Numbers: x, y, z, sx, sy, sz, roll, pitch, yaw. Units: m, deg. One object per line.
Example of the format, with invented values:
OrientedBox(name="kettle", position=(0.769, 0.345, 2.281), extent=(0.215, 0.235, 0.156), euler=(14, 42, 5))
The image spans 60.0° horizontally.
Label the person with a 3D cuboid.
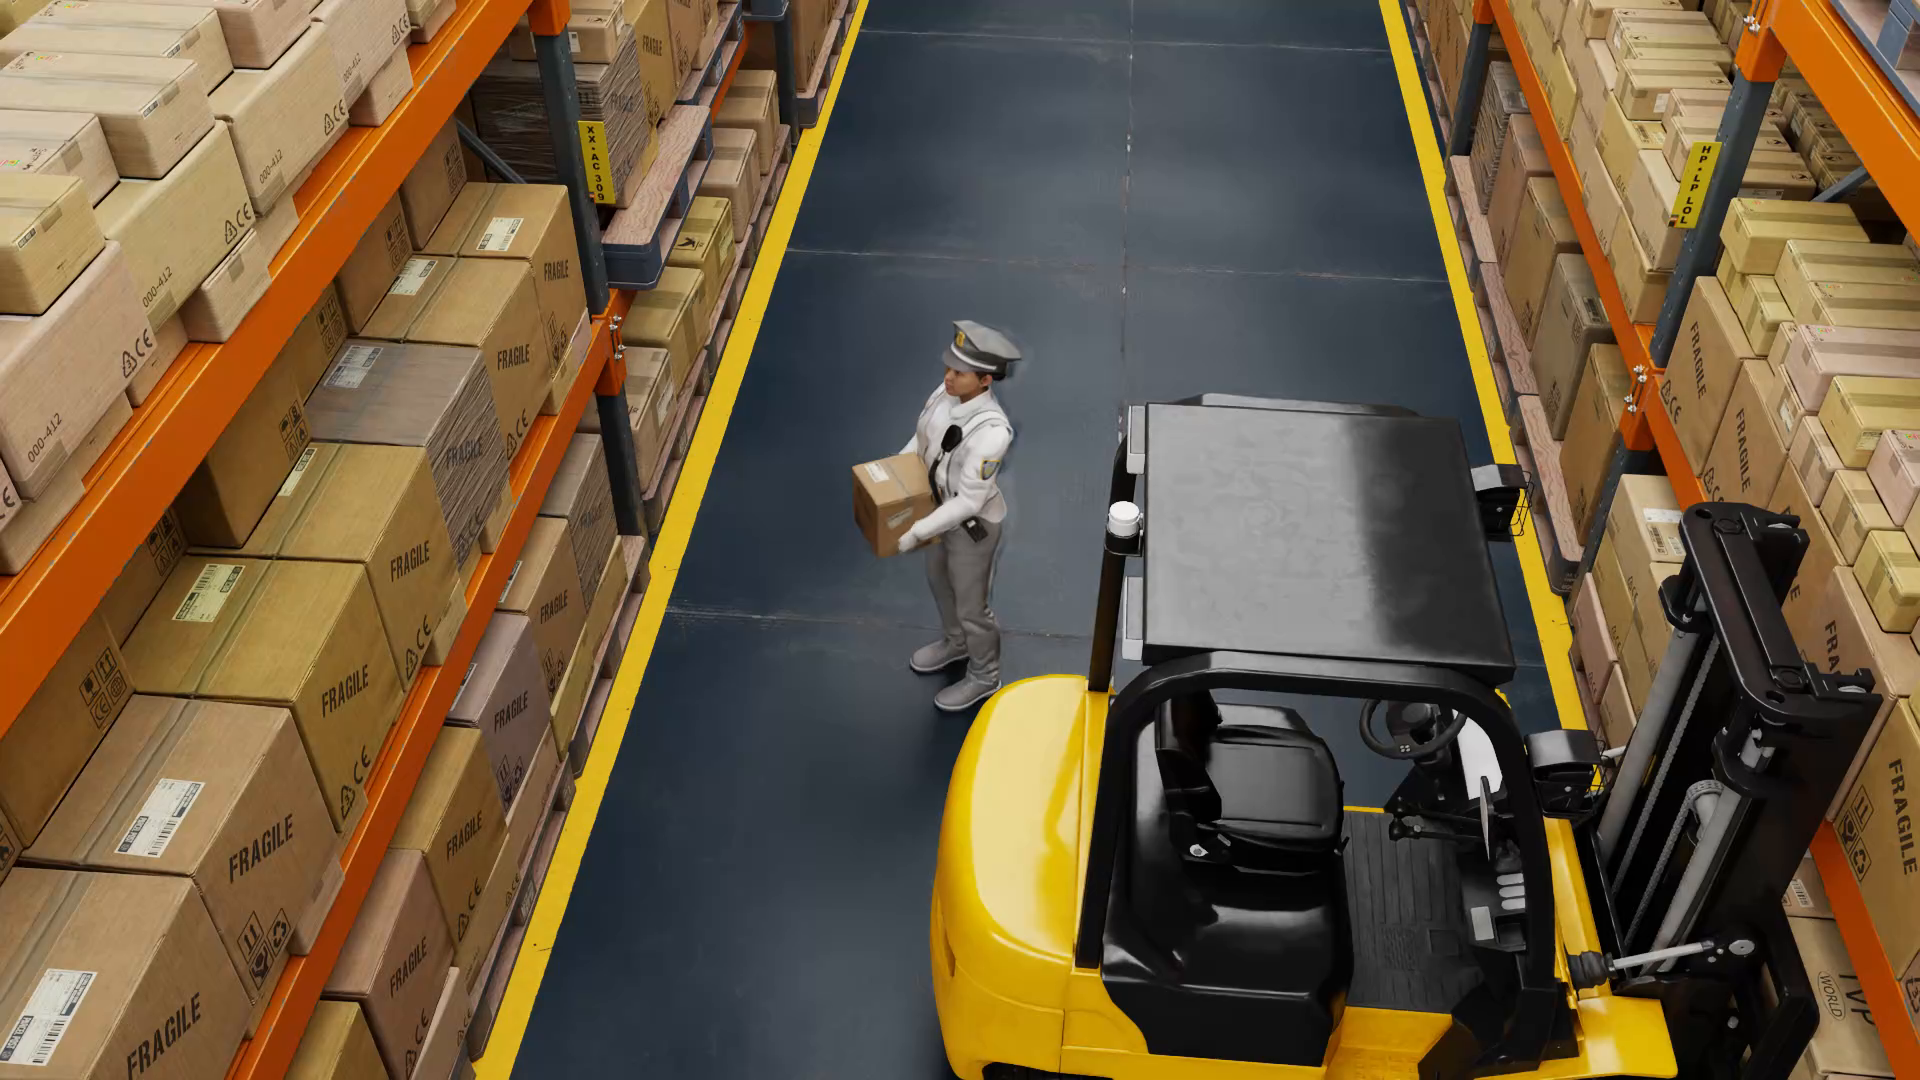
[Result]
OrientedBox(name="person", position=(-0.063, -0.068, 6.212), extent=(0.554, 1.693, 0.466), euler=(-15, 43, -17))
